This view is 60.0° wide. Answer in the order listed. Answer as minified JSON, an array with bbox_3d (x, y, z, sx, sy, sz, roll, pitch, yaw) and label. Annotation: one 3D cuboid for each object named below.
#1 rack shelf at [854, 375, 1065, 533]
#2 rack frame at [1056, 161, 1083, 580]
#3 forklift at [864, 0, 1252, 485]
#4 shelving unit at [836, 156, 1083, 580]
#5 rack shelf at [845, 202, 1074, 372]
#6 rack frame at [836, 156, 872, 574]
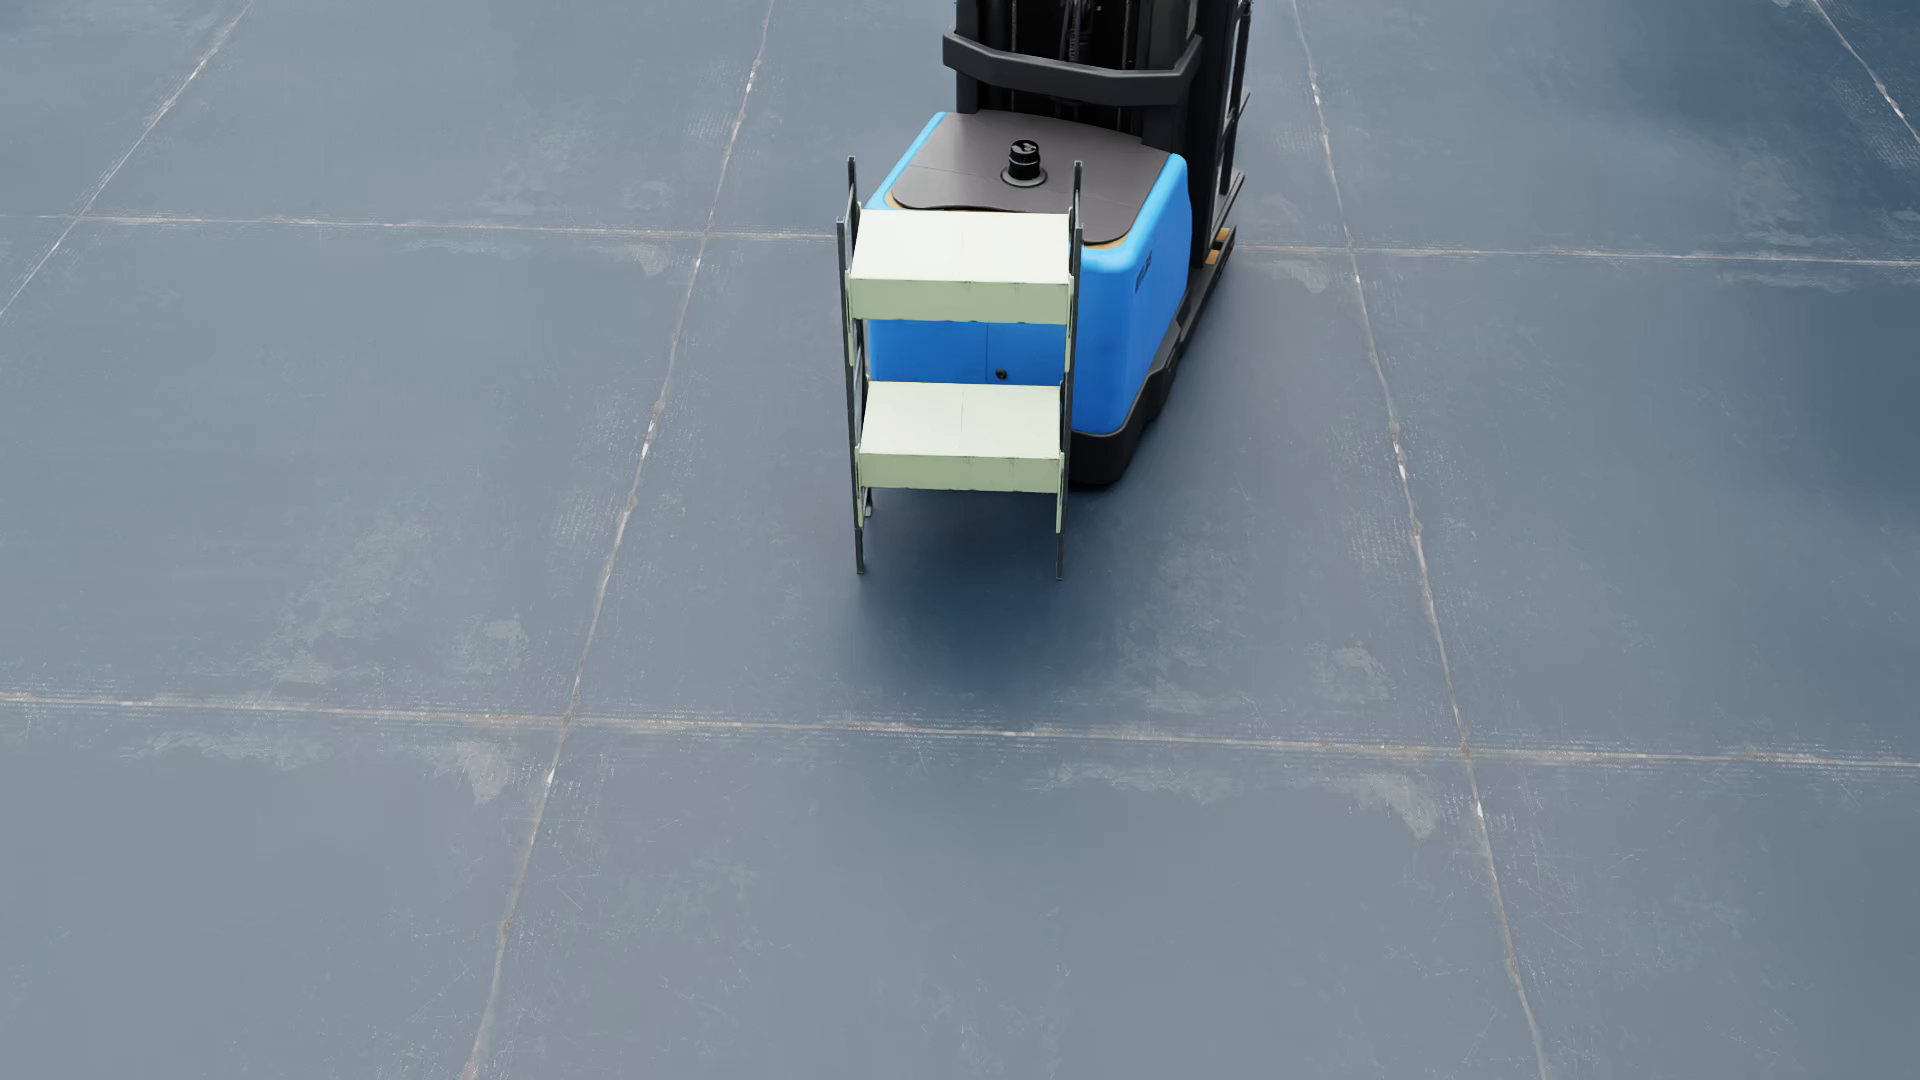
[{"bbox_3d":[0.007,-0.310,5.961,0.720,0.370,0.431,2,43,2],"label":"rack shelf"},{"bbox_3d":[0.372,-0.537,5.727,0.023,1.500,0.400,2,43,2],"label":"rack frame"},{"bbox_3d":[0.618,-2.301,6.570,1.130,2.935,3.031,14,45,15],"label":"forklift"},{"bbox_3d":[0.007,-0.549,5.739,0.755,1.500,0.431,2,43,2],"label":"shelving unit"},{"bbox_3d":[0.007,-0.834,5.473,0.720,0.370,0.431,2,43,2],"label":"rack shelf"},{"bbox_3d":[-0.359,-0.560,5.751,0.023,1.500,0.400,2,43,2],"label":"rack frame"}]
